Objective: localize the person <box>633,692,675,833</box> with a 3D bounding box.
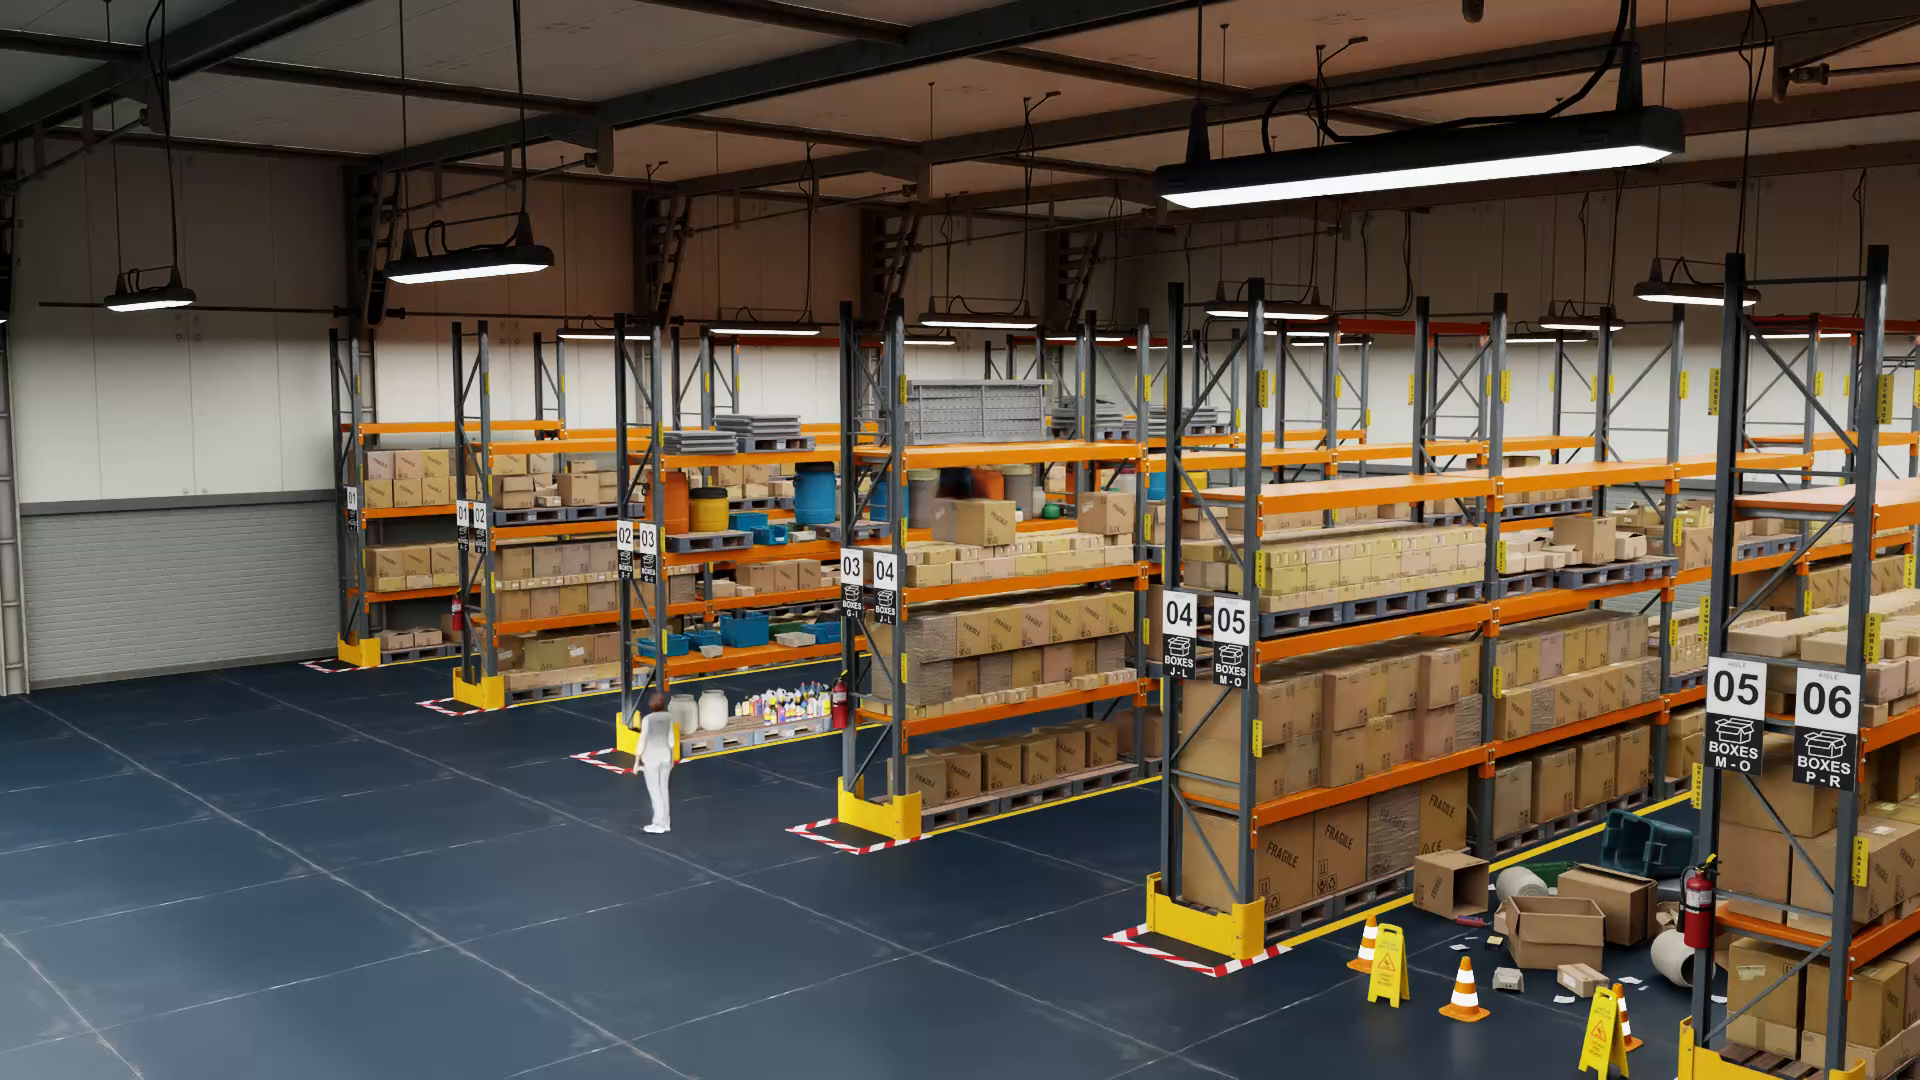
[{"bbox_3d":[-3.442,2.525,18.790,0.516,1.628,0.365,-6,8,-44],"label":"person"}]
